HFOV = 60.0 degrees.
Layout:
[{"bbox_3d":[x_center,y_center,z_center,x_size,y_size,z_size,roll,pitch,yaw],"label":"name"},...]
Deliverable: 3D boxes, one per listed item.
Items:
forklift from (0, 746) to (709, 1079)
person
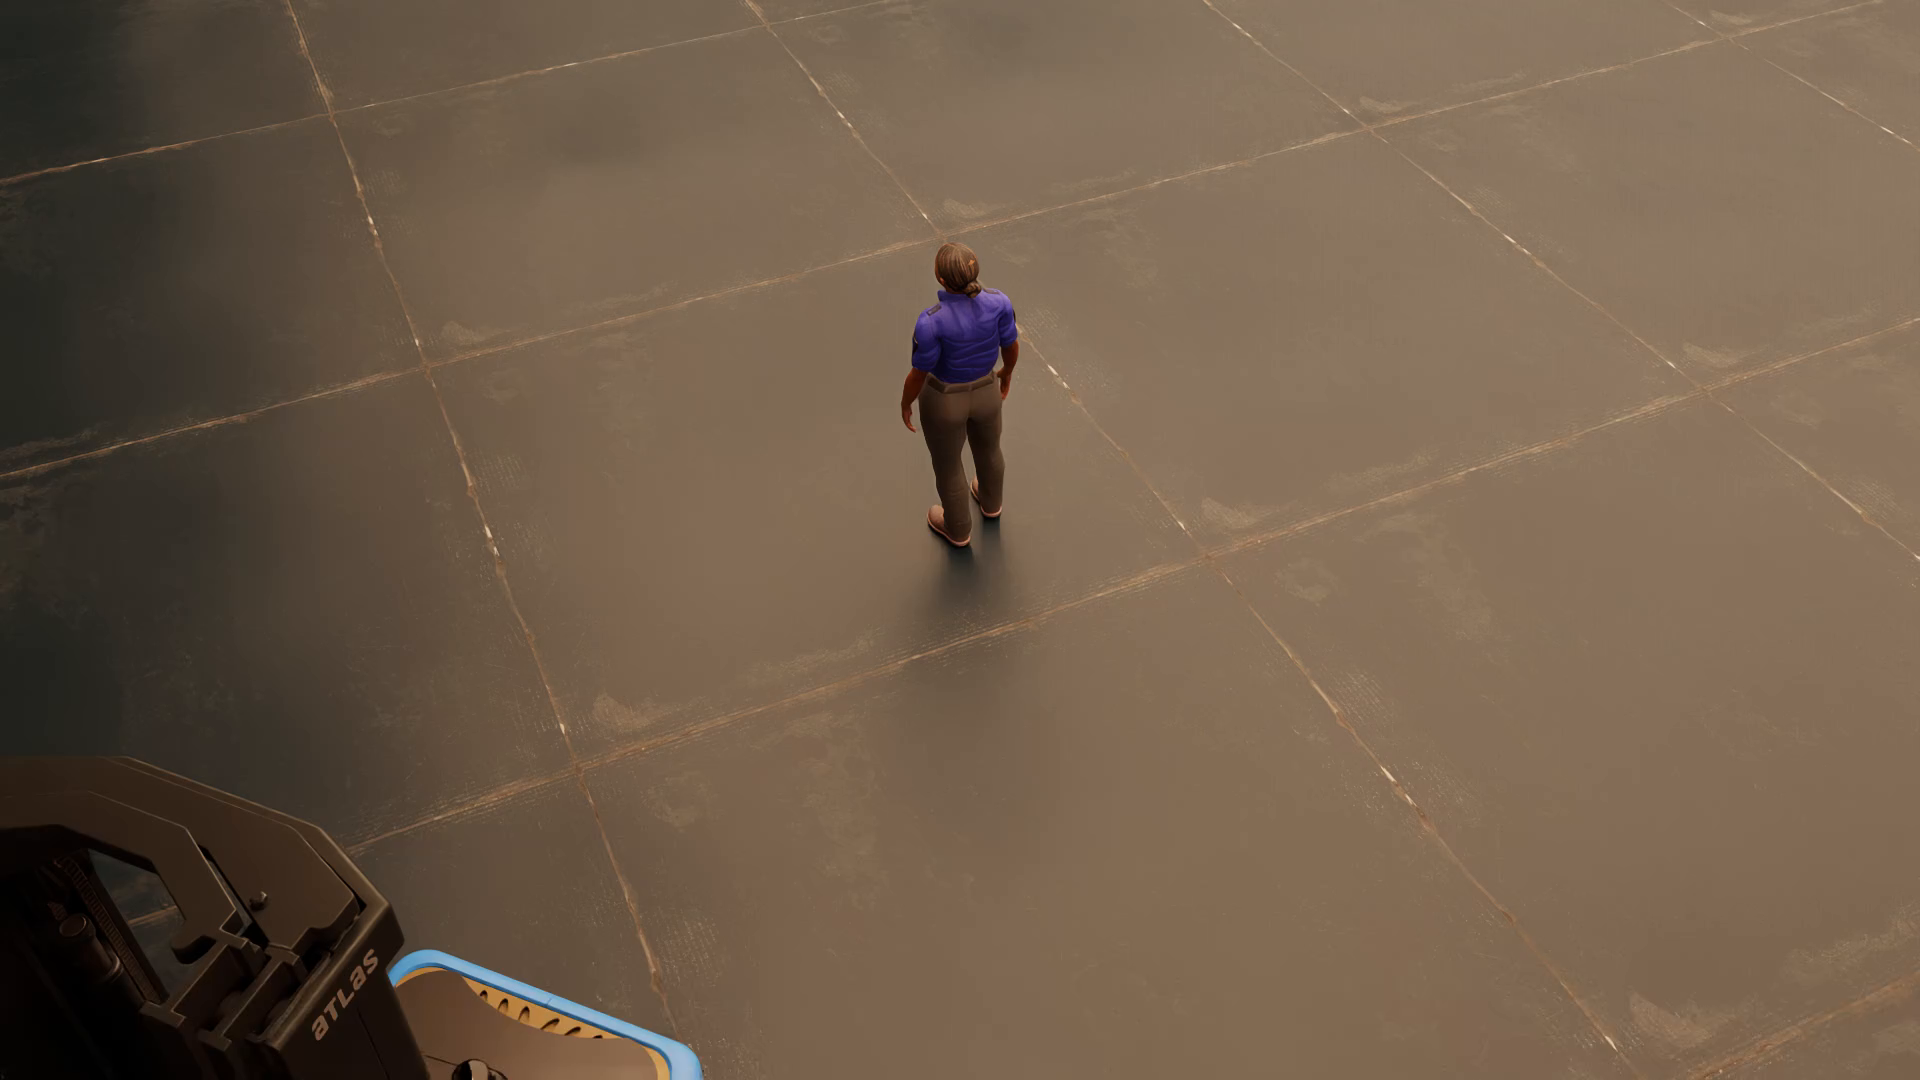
[{"bbox_3d":[-1.727,1.959,3.581,1.130,2.935,3.031,15,45,16],"label":"forklift"},{"bbox_3d":[-0.019,-0.670,7.323,0.570,1.655,0.503,-18,46,-18],"label":"person"}]
